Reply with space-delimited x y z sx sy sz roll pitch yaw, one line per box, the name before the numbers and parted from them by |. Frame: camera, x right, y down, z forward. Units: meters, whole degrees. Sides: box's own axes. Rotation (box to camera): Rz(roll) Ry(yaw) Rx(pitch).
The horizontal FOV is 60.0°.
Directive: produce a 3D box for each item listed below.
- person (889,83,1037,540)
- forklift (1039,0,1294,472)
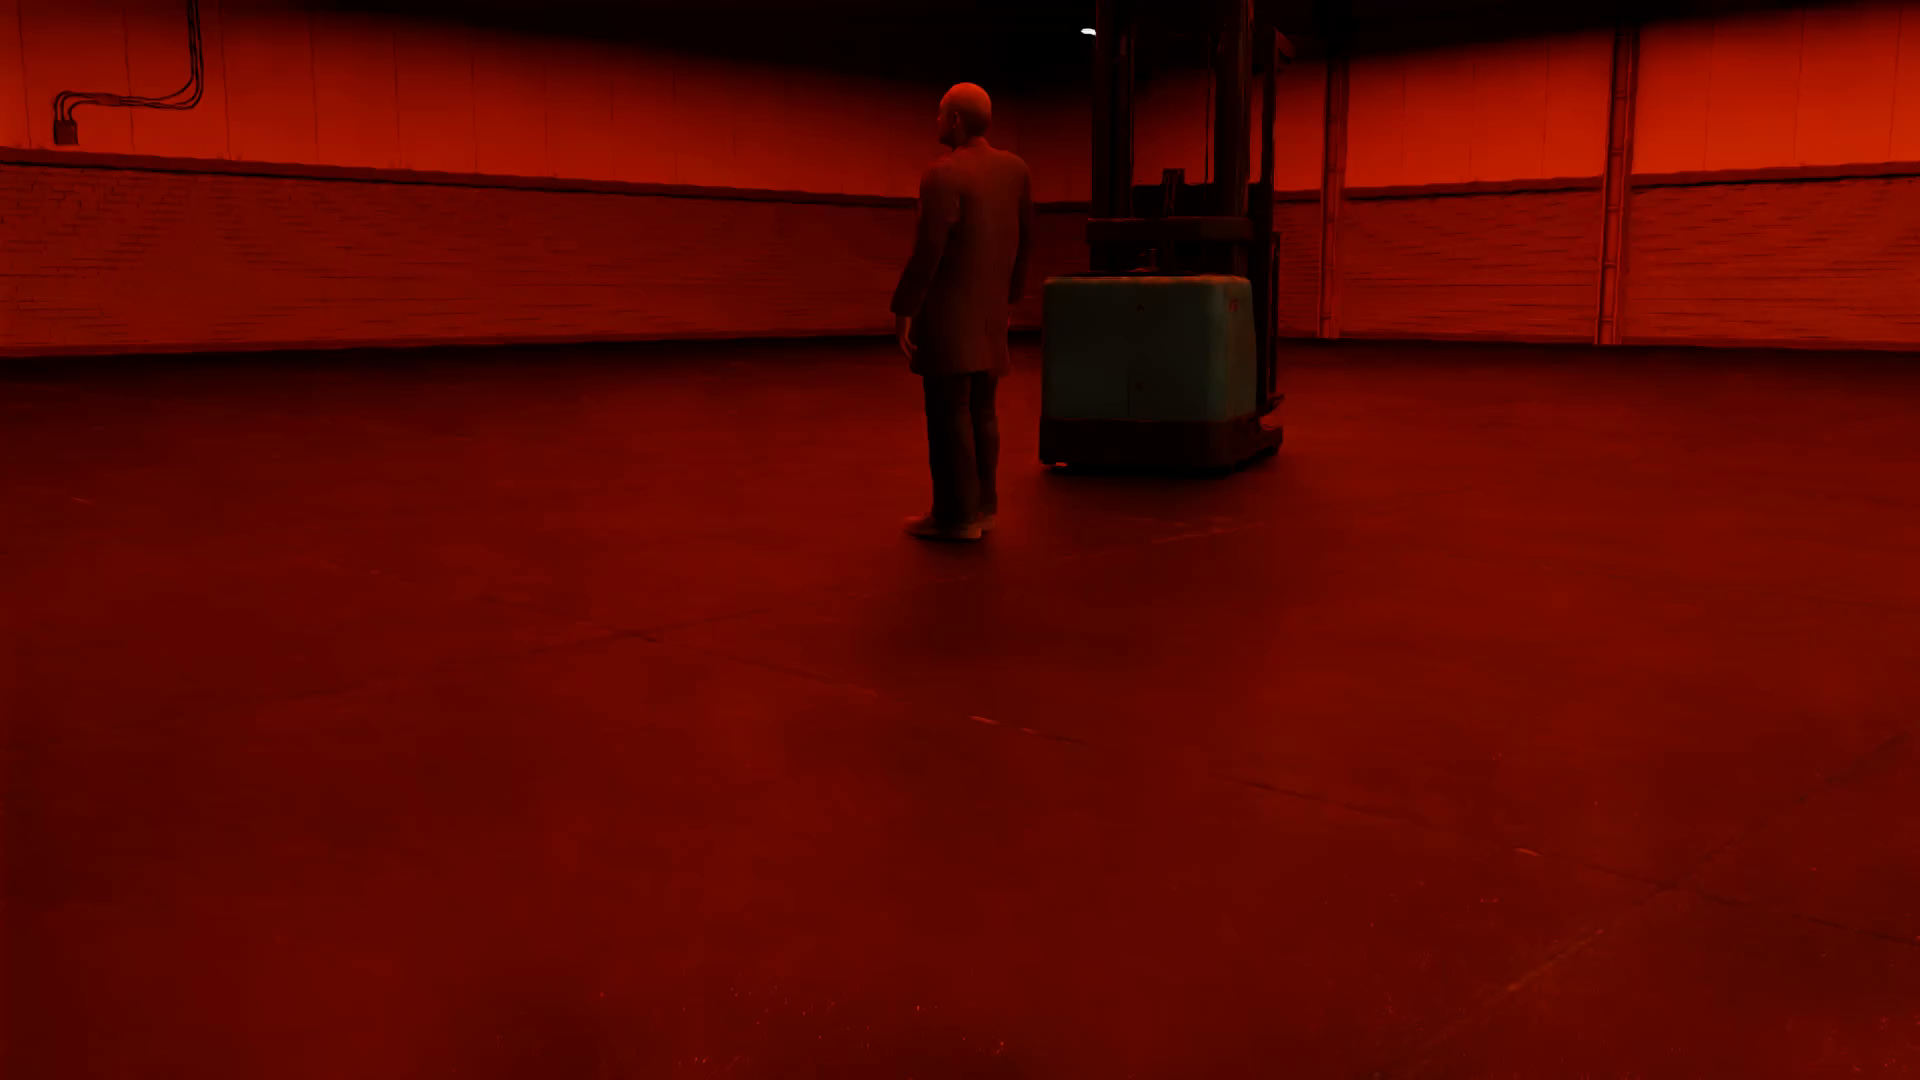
person | -0.063 -0.896 6.650 0.580 1.776 0.694 8 12 43
forklift | 1.403 -2.001 10.161 1.130 2.935 3.031 3 9 19
